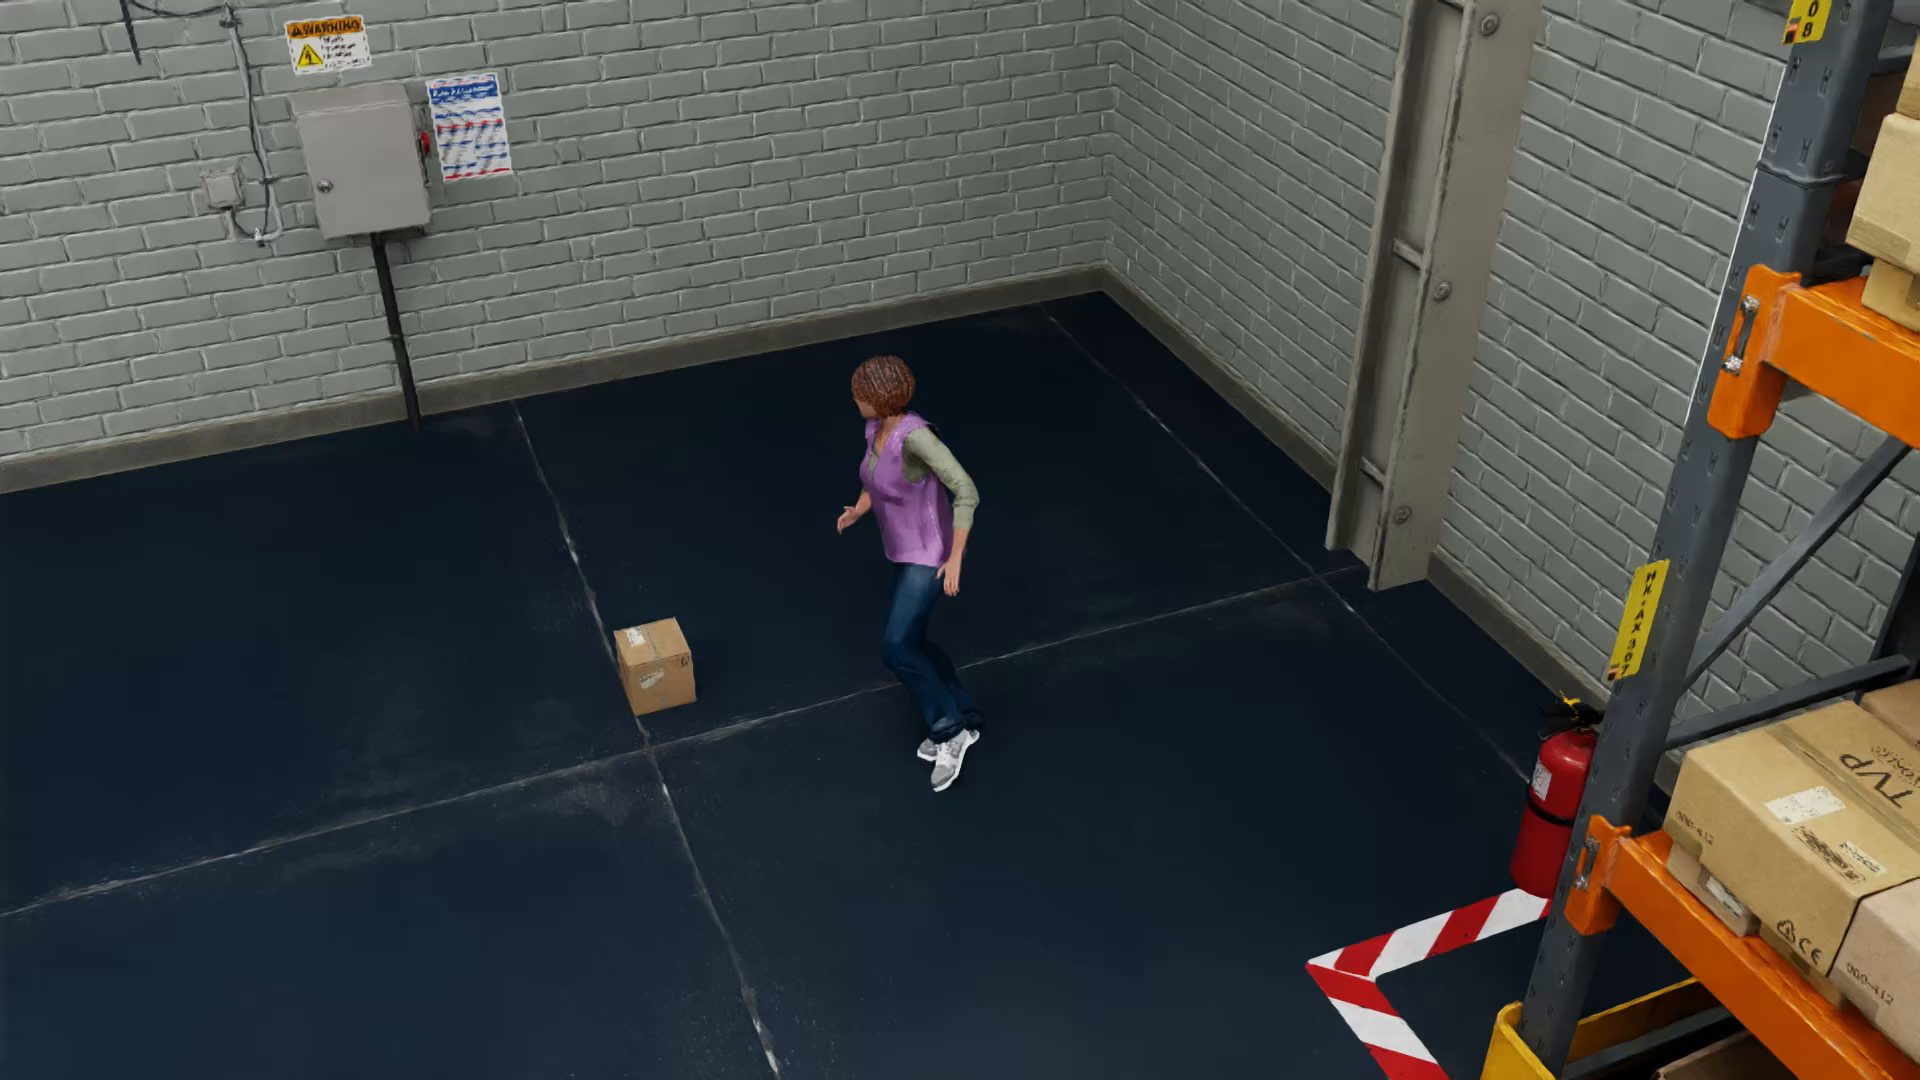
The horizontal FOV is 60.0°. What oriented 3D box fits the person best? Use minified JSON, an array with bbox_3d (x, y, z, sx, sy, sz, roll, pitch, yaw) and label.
[{"bbox_3d":[-0.186,0.117,6.072,0.500,1.486,0.783,-15,37,-21],"label":"person"}]
